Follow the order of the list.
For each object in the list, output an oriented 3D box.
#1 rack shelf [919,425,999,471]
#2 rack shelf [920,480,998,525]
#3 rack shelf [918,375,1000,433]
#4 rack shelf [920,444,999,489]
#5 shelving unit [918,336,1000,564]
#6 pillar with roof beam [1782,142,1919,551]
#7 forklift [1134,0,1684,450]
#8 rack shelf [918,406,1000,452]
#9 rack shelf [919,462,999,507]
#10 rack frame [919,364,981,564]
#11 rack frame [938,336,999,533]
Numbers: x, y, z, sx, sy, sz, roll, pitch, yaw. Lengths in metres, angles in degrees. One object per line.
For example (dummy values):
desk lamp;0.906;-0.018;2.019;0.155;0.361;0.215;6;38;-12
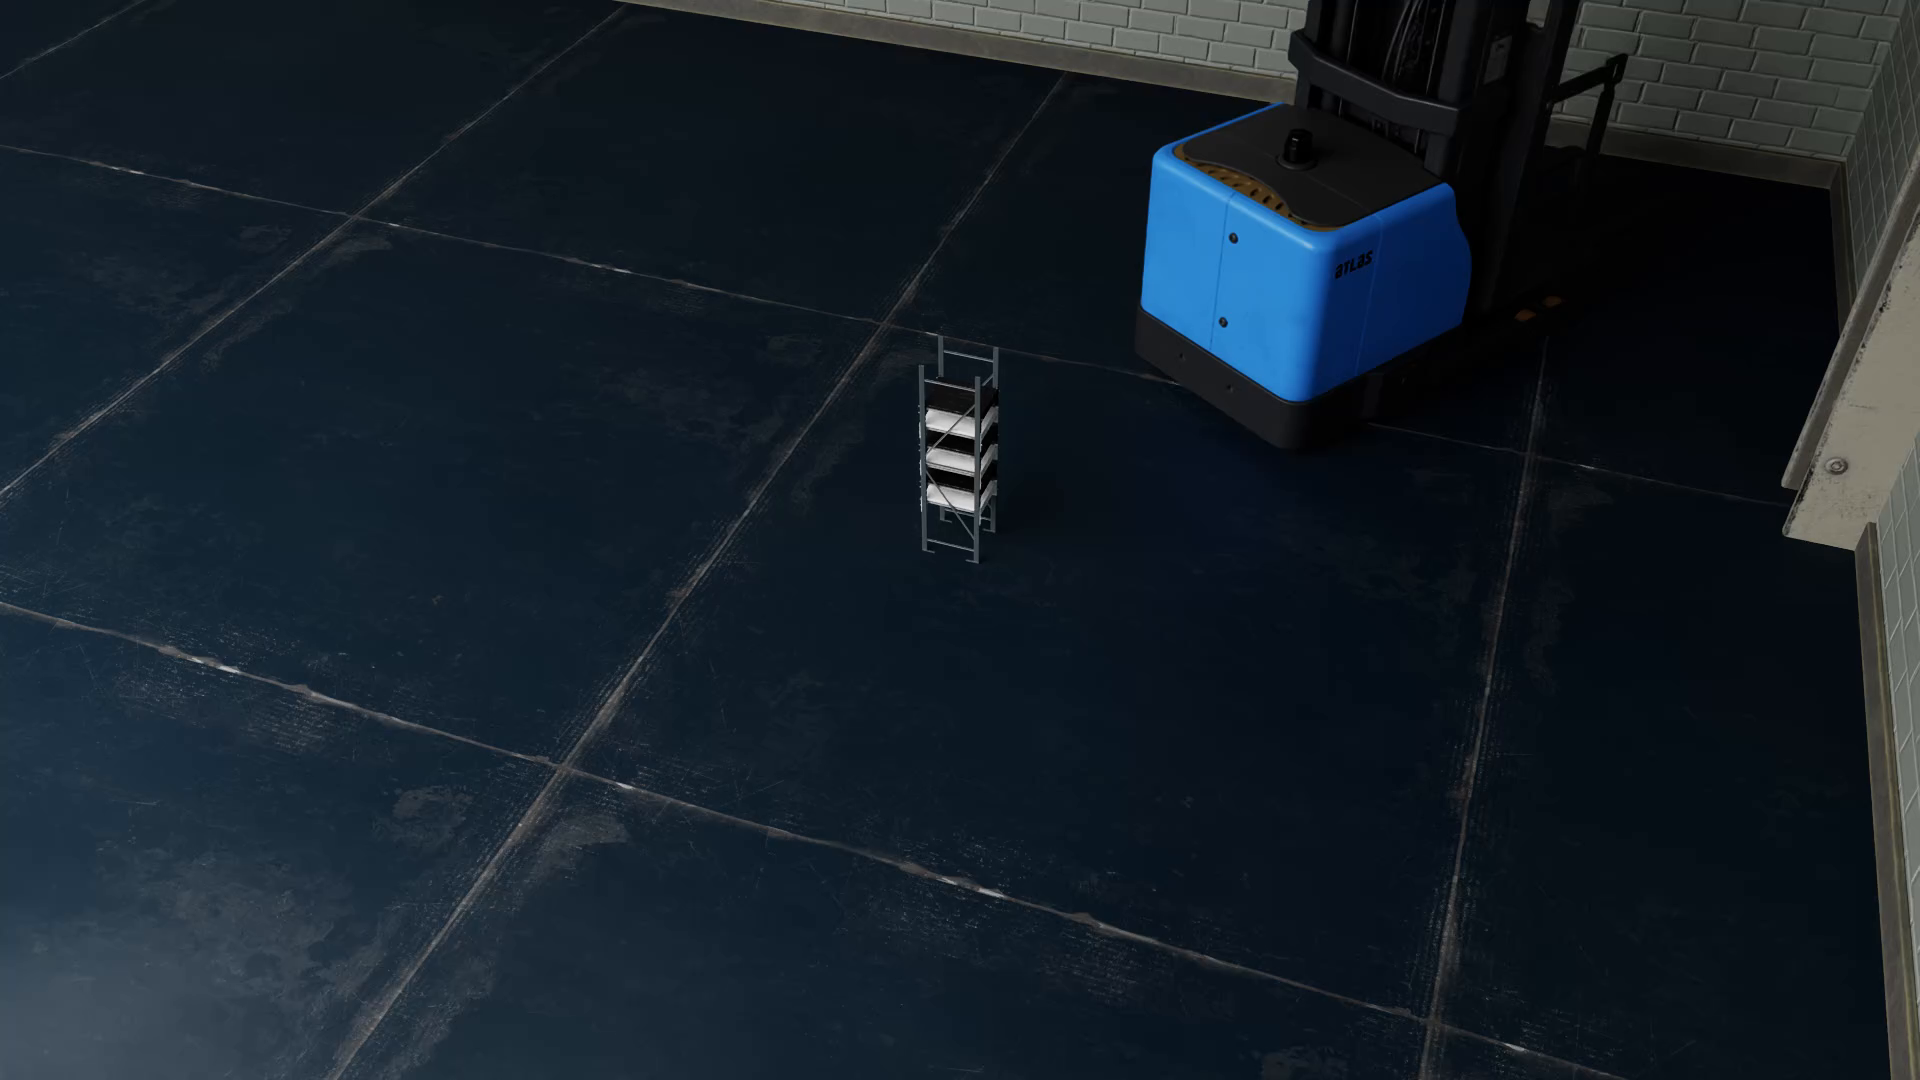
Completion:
rack shelf;-0.003;-0.381;6.415;0.258;0.077;0.200;13;42;15
rack shelf;-0.003;-0.175;6.591;0.258;0.077;0.200;13;42;15
rack shelf;-0.003;-0.517;6.299;0.258;0.077;0.200;13;42;15
rack shelf;-0.003;-0.312;6.474;0.258;0.077;0.200;13;42;15
shelving unit;-0.003;-0.337;6.452;0.258;0.900;0.210;13;42;15
pillar with roof beam;-0.482;-4.483;5.072;9.100;9.000;0.400;13;42;15
forklift;2.283;-2.282;7.166;3.031;2.935;1.130;-26;47;-27
rack shelf;-0.003;-0.449;6.357;0.258;0.077;0.200;13;42;15
rack shelf;-0.003;-0.244;6.532;0.258;0.077;0.200;13;42;15
rack frame;-0.038;-0.275;6.379;0.240;0.900;0.006;13;42;15
rack frame;0.032;-0.399;6.525;0.240;0.900;0.006;13;42;15
